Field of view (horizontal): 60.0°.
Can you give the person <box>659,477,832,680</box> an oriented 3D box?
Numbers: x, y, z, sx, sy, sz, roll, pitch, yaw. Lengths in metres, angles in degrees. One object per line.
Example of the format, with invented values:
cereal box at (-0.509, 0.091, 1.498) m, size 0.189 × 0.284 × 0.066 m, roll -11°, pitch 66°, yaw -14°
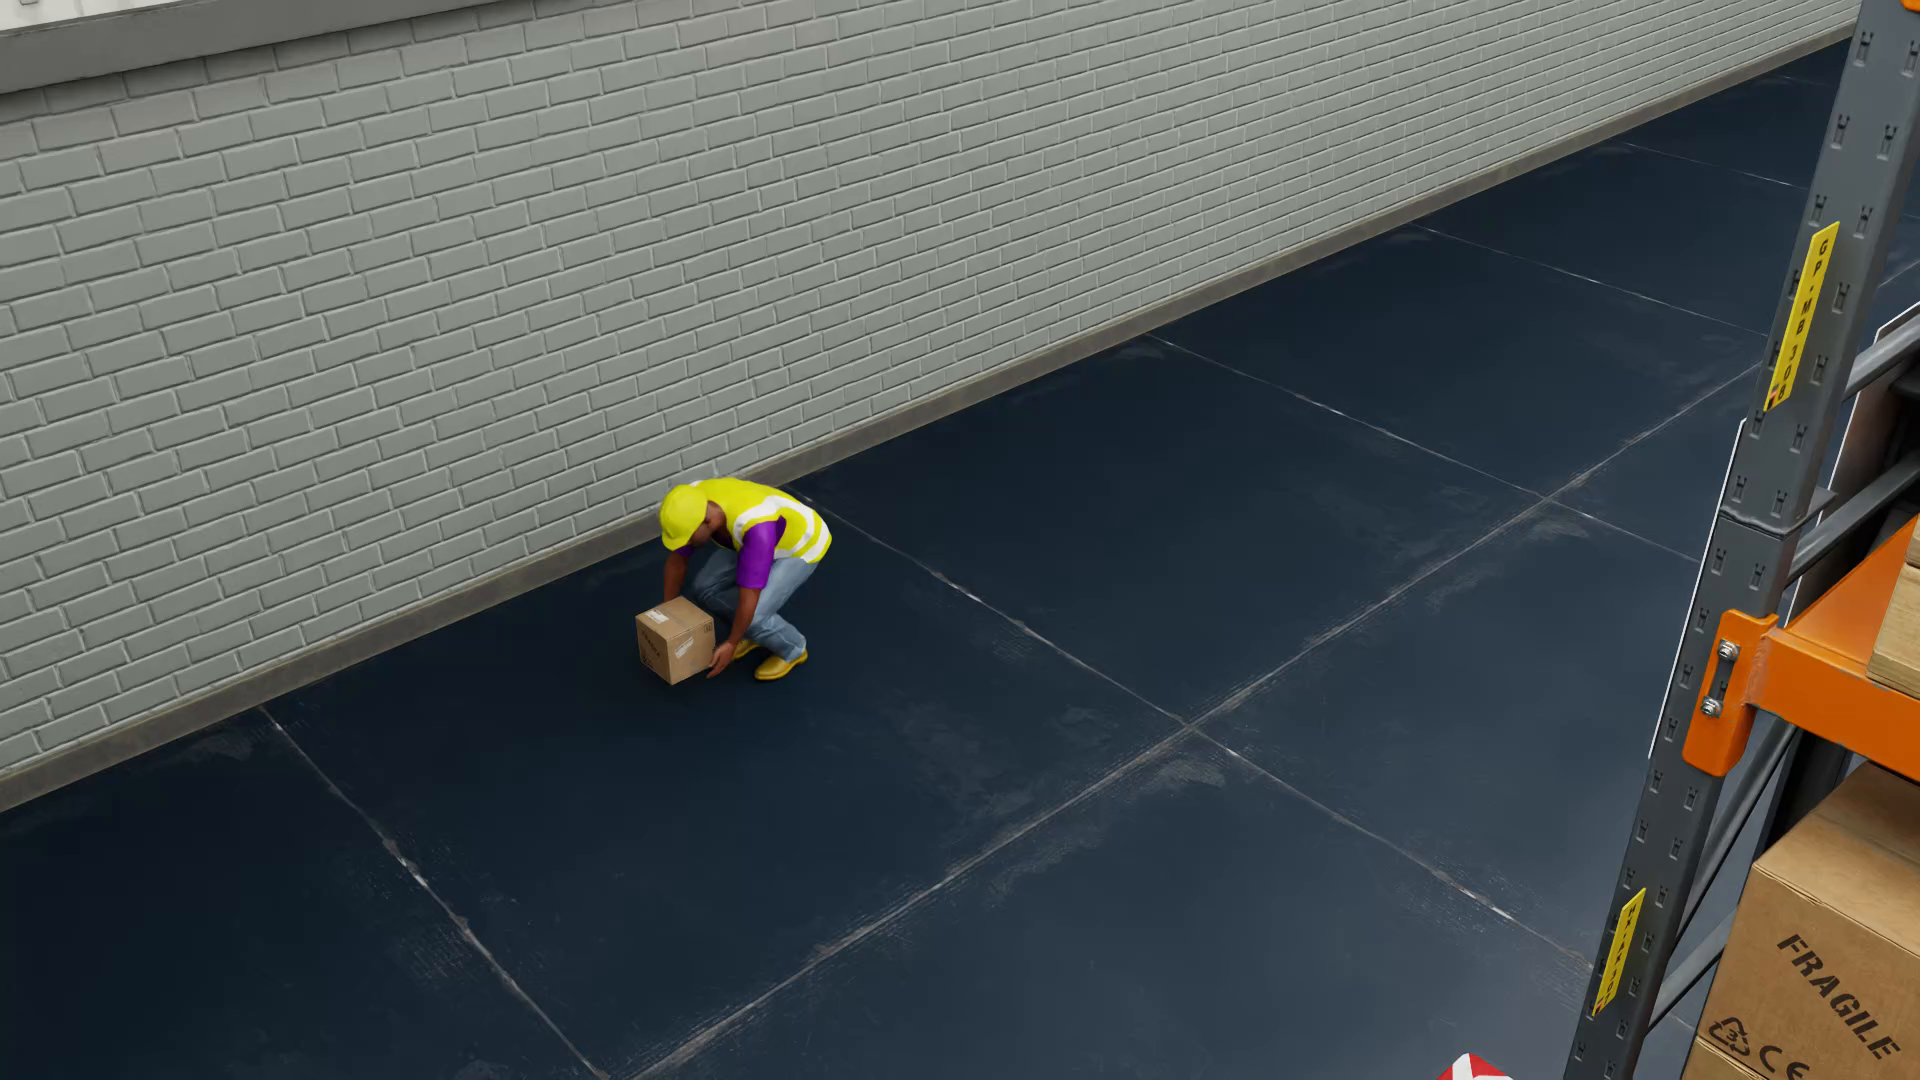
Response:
person at (-0.961, 0.133, 7.525) m, size 0.860 × 1.111 × 0.603 m, roll -26°, pitch 40°, yaw -35°
